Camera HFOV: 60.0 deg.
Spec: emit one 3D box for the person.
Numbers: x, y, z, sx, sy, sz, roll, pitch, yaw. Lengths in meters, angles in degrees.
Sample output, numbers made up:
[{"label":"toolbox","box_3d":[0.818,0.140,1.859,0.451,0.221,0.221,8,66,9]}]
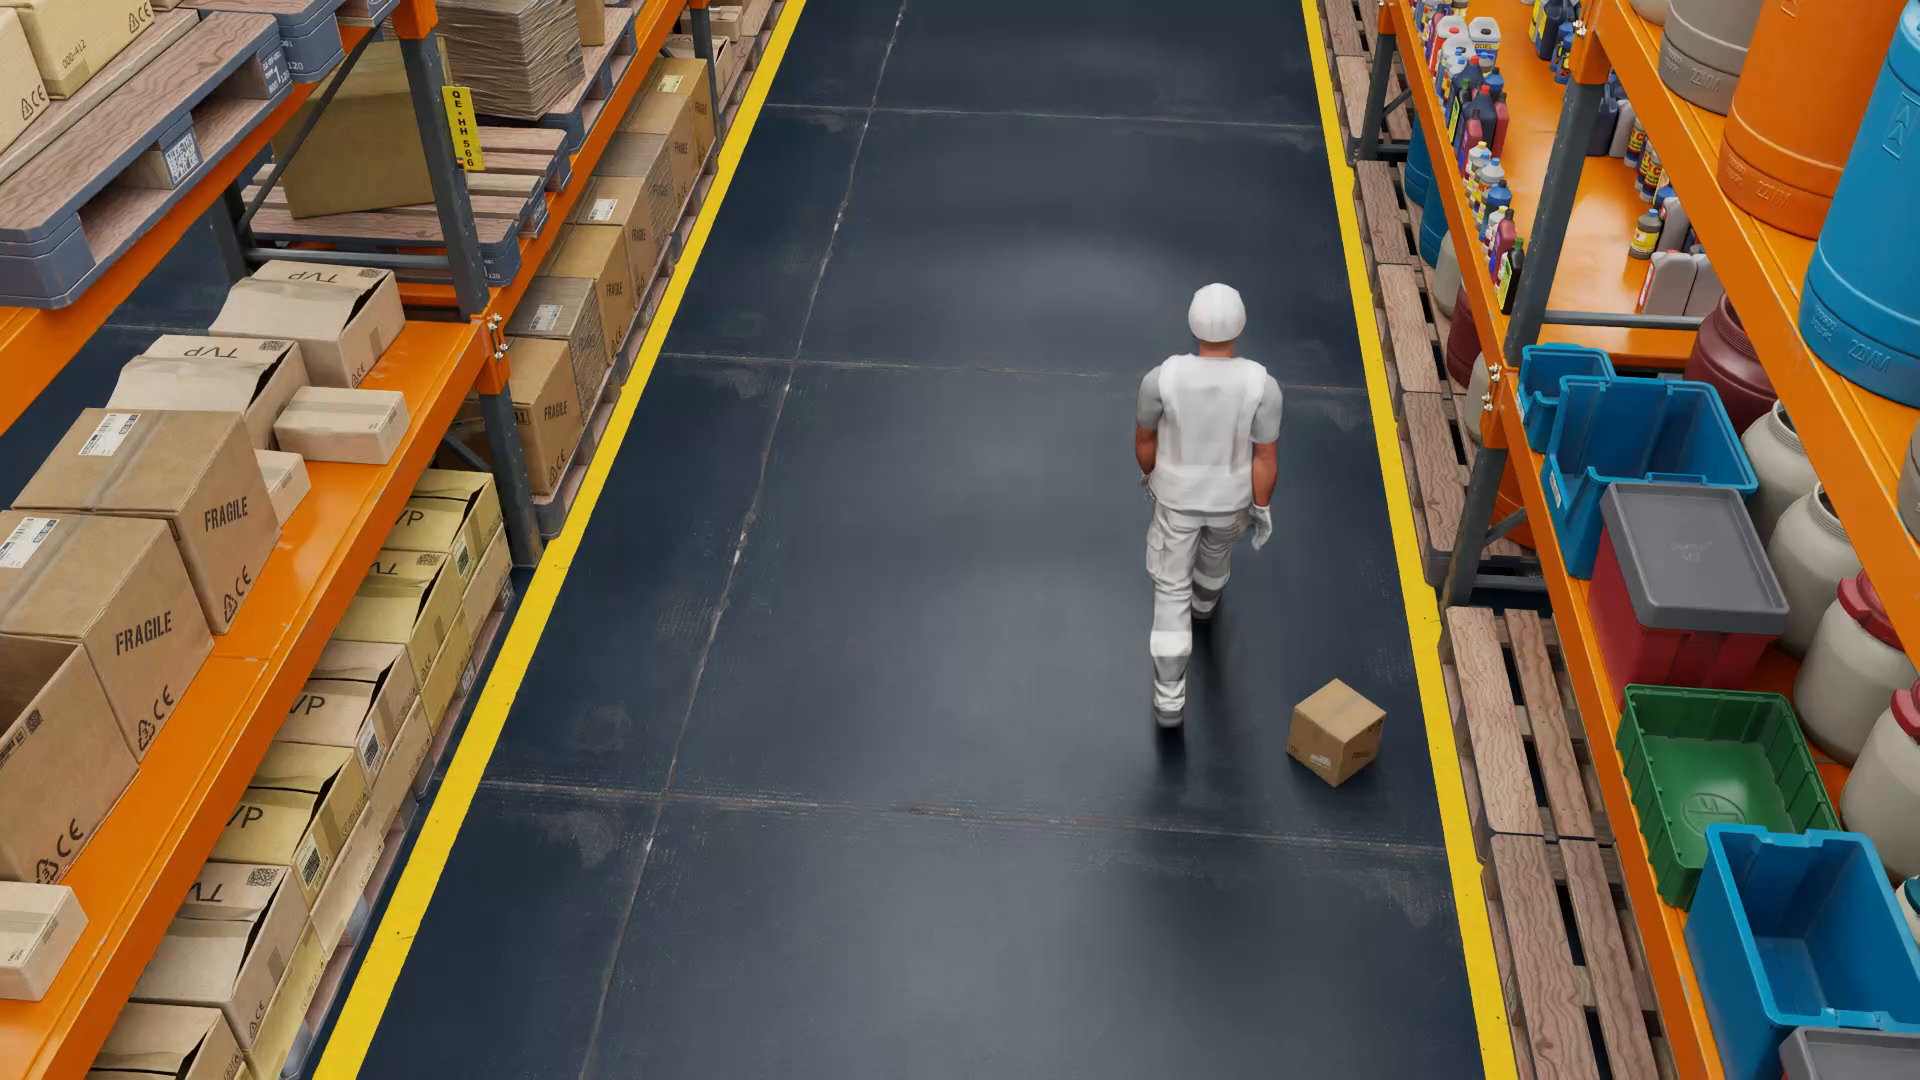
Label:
[{"label":"person","box_3d":[0.920,-0.184,6.362,0.544,1.754,1.053,2,40,3]}]
